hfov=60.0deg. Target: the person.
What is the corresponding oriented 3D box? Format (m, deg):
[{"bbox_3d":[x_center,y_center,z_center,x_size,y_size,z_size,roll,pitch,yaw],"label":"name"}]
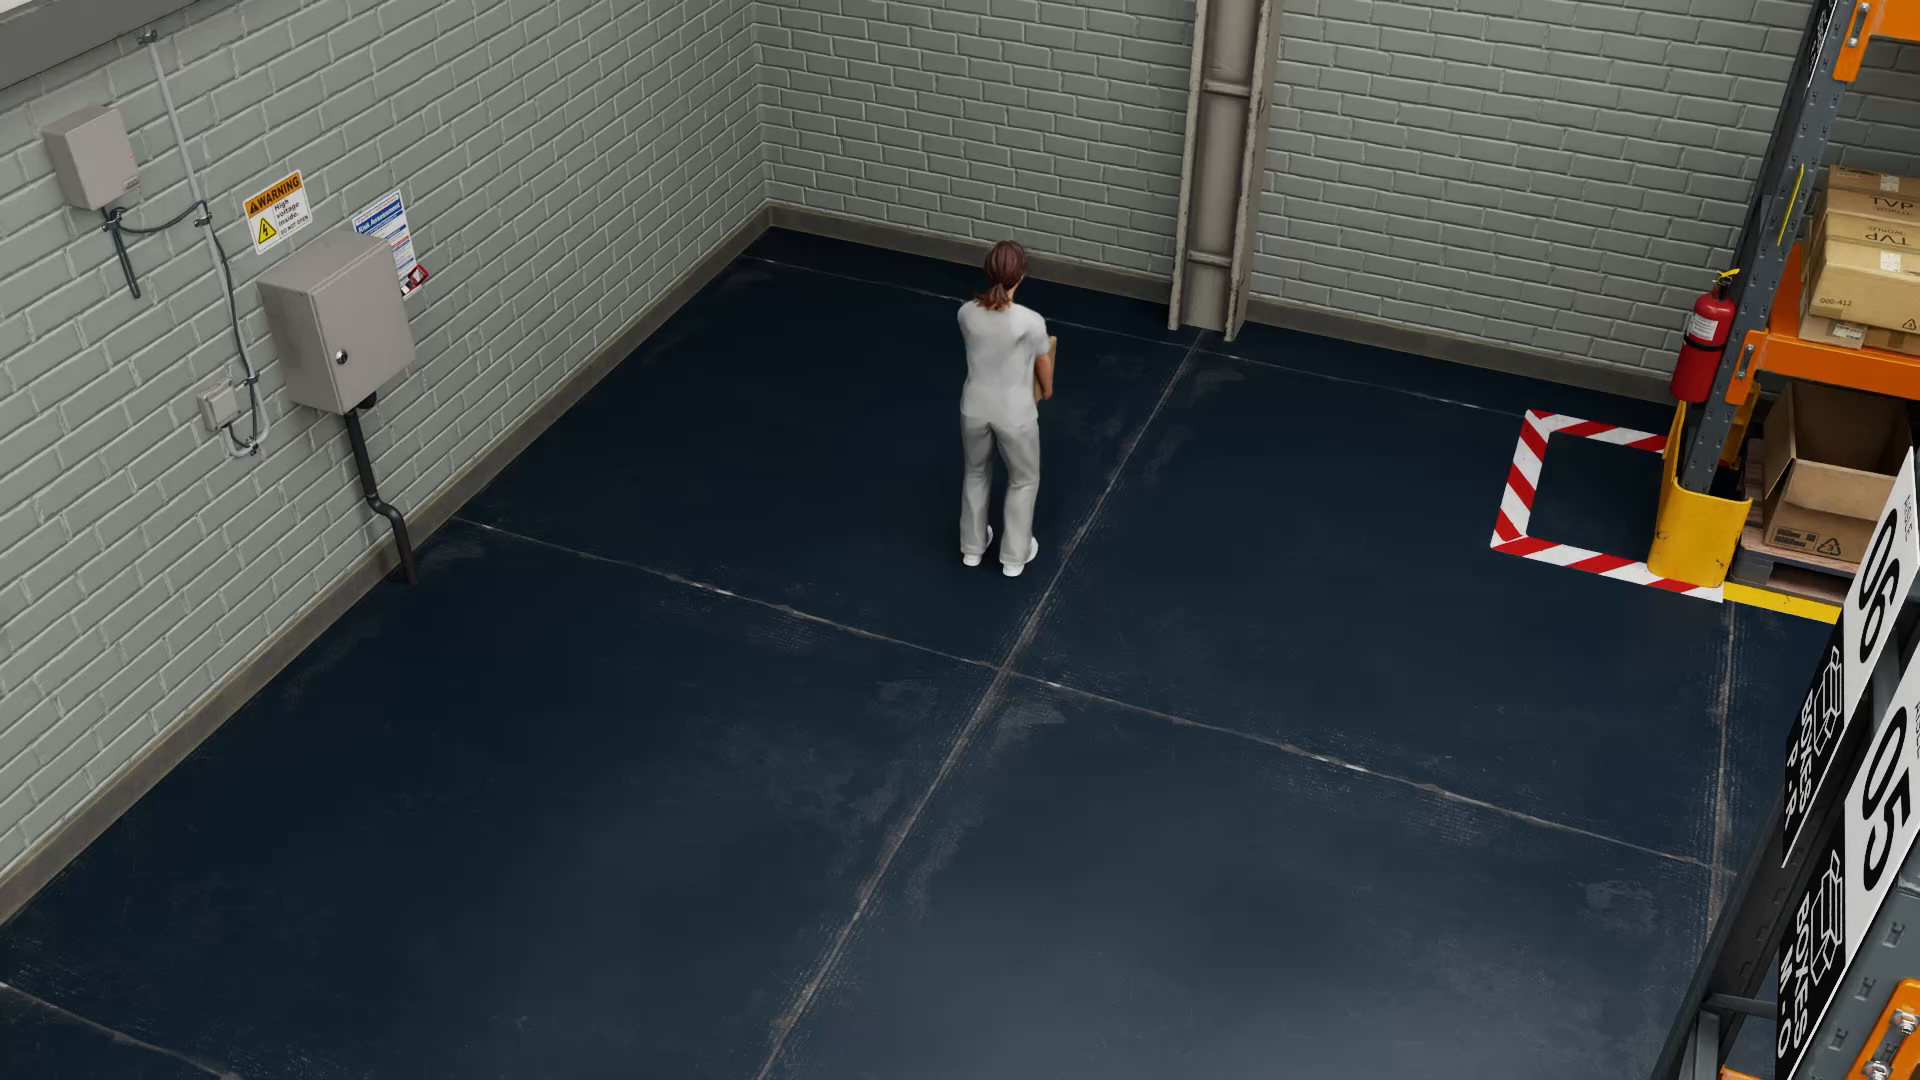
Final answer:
[{"bbox_3d":[0.206,-0.626,7.645,0.410,1.664,0.513,13,40,17],"label":"person"}]
